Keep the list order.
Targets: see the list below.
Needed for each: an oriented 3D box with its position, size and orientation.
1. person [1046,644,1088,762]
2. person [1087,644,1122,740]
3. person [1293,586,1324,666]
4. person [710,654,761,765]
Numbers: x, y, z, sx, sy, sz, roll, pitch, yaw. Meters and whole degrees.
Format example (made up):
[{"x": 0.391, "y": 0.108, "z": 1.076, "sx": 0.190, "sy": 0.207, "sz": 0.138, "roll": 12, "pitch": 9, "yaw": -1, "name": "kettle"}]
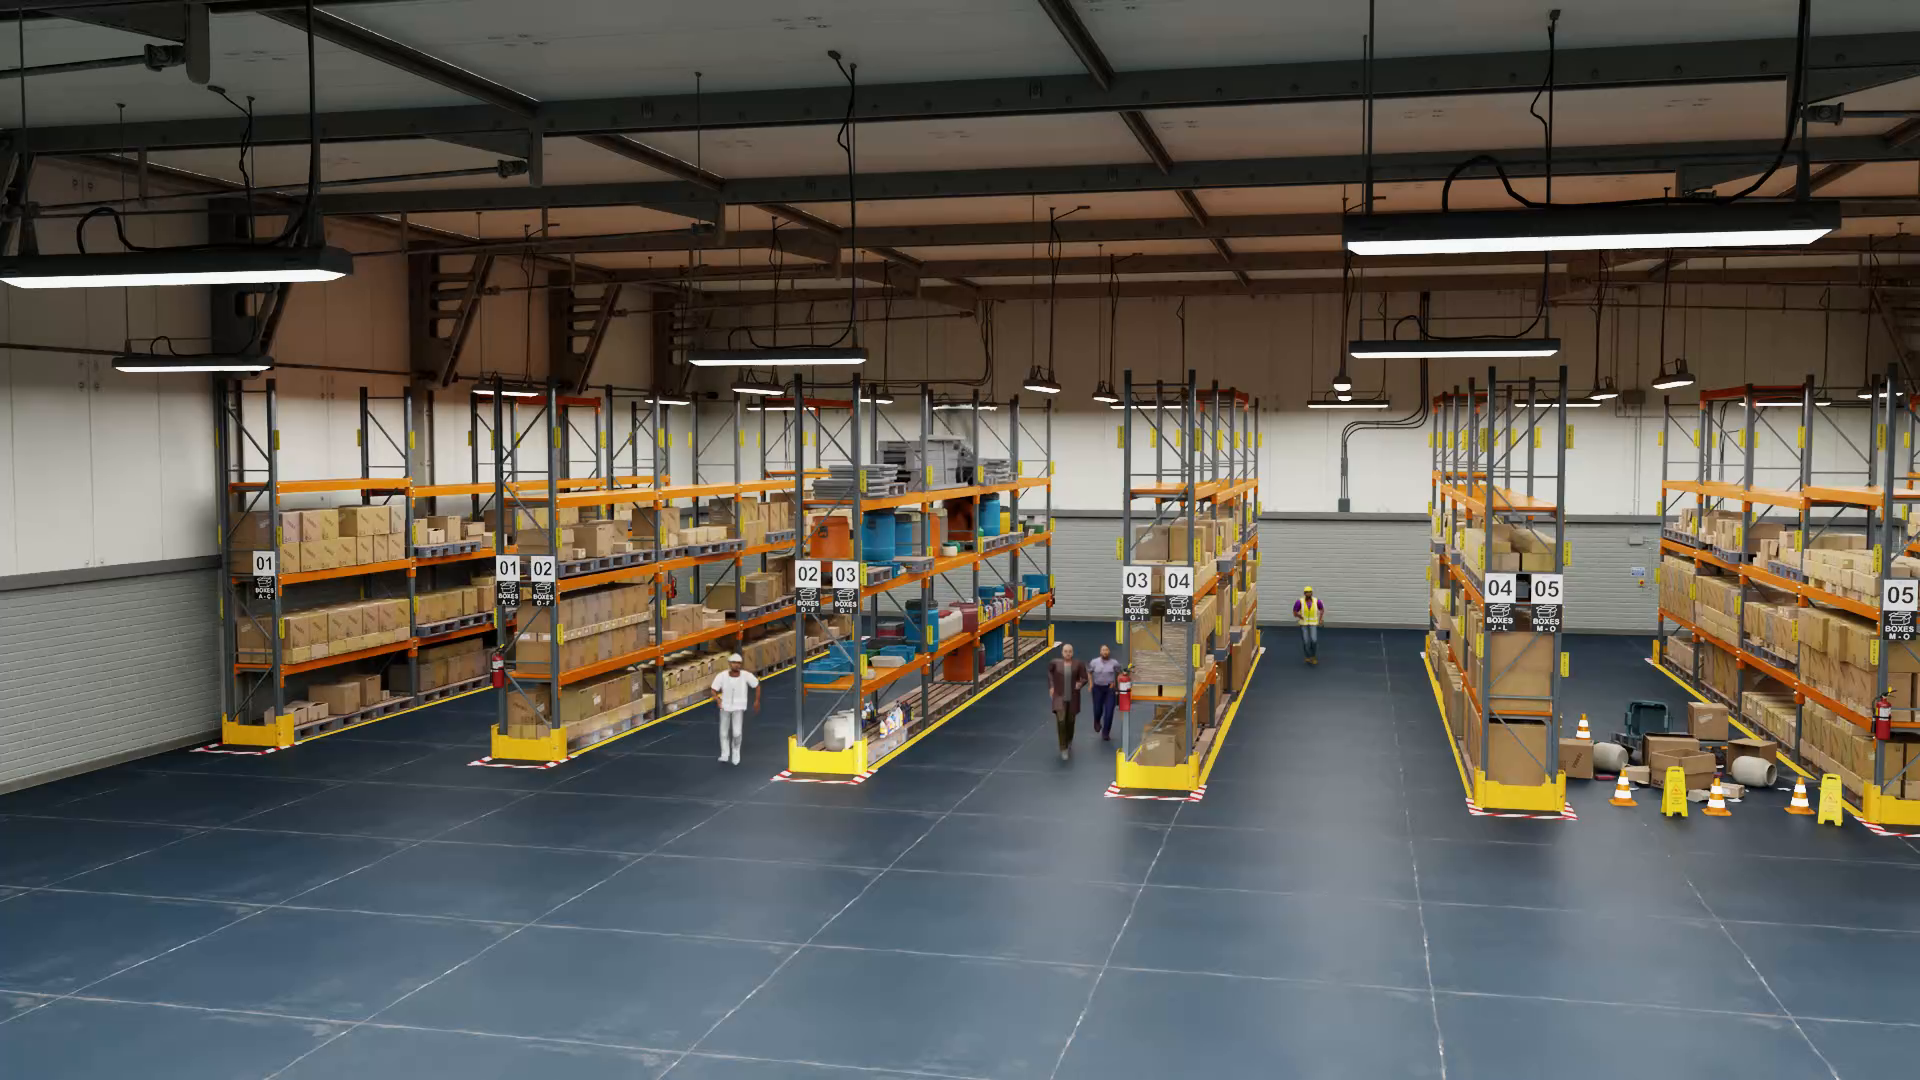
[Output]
[{"x": 1.701, "y": 2.531, "z": 26.382, "sx": 0.649, "sy": 1.804, "sz": 1.026, "roll": 0, "pitch": 3, "yaw": -2, "name": "person"}, {"x": 2.412, "y": 2.541, "z": 27.781, "sx": 0.607, "sy": 1.603, "sz": 0.547, "roll": 0, "pitch": 3, "yaw": 3, "name": "person"}, {"x": 7.744, "y": 1.914, "z": 36.988, "sx": 0.682, "sy": 1.775, "sz": 0.693, "roll": 1, "pitch": 3, "yaw": 11, "name": "person"}, {"x": -3.464, "y": 2.602, "z": 25.572, "sx": 0.767, "sy": 1.722, "sz": 0.619, "roll": 0, "pitch": 3, "yaw": -1, "name": "person"}]
